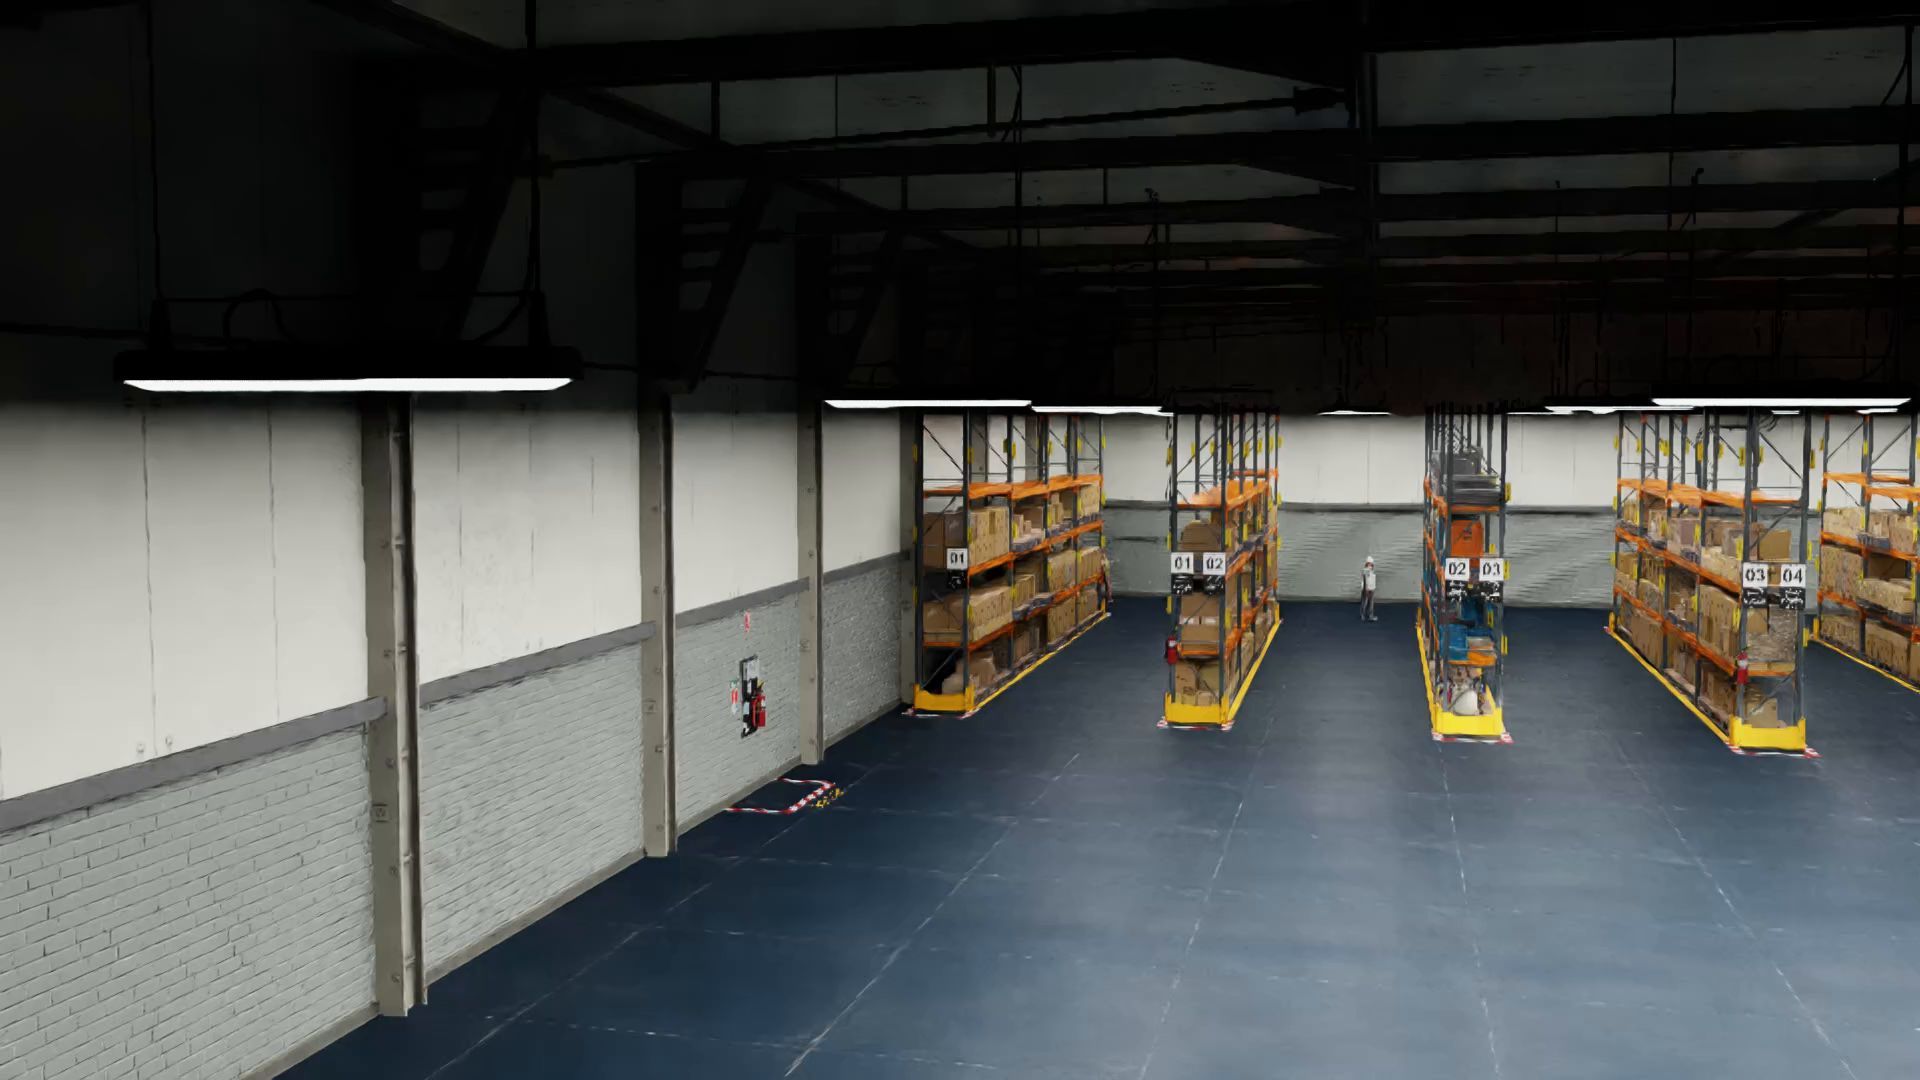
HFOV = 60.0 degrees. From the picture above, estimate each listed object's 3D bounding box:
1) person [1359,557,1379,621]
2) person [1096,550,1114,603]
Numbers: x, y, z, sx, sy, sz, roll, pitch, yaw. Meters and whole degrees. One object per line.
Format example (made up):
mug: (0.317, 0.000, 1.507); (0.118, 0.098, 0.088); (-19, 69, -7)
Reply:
person: (11.489, 1.369, 46.789); (0.428, 1.778, 0.616); (3, 5, 37)
person: (4.435, 1.114, 51.451); (0.485, 1.621, 0.938); (-1, 4, -13)
